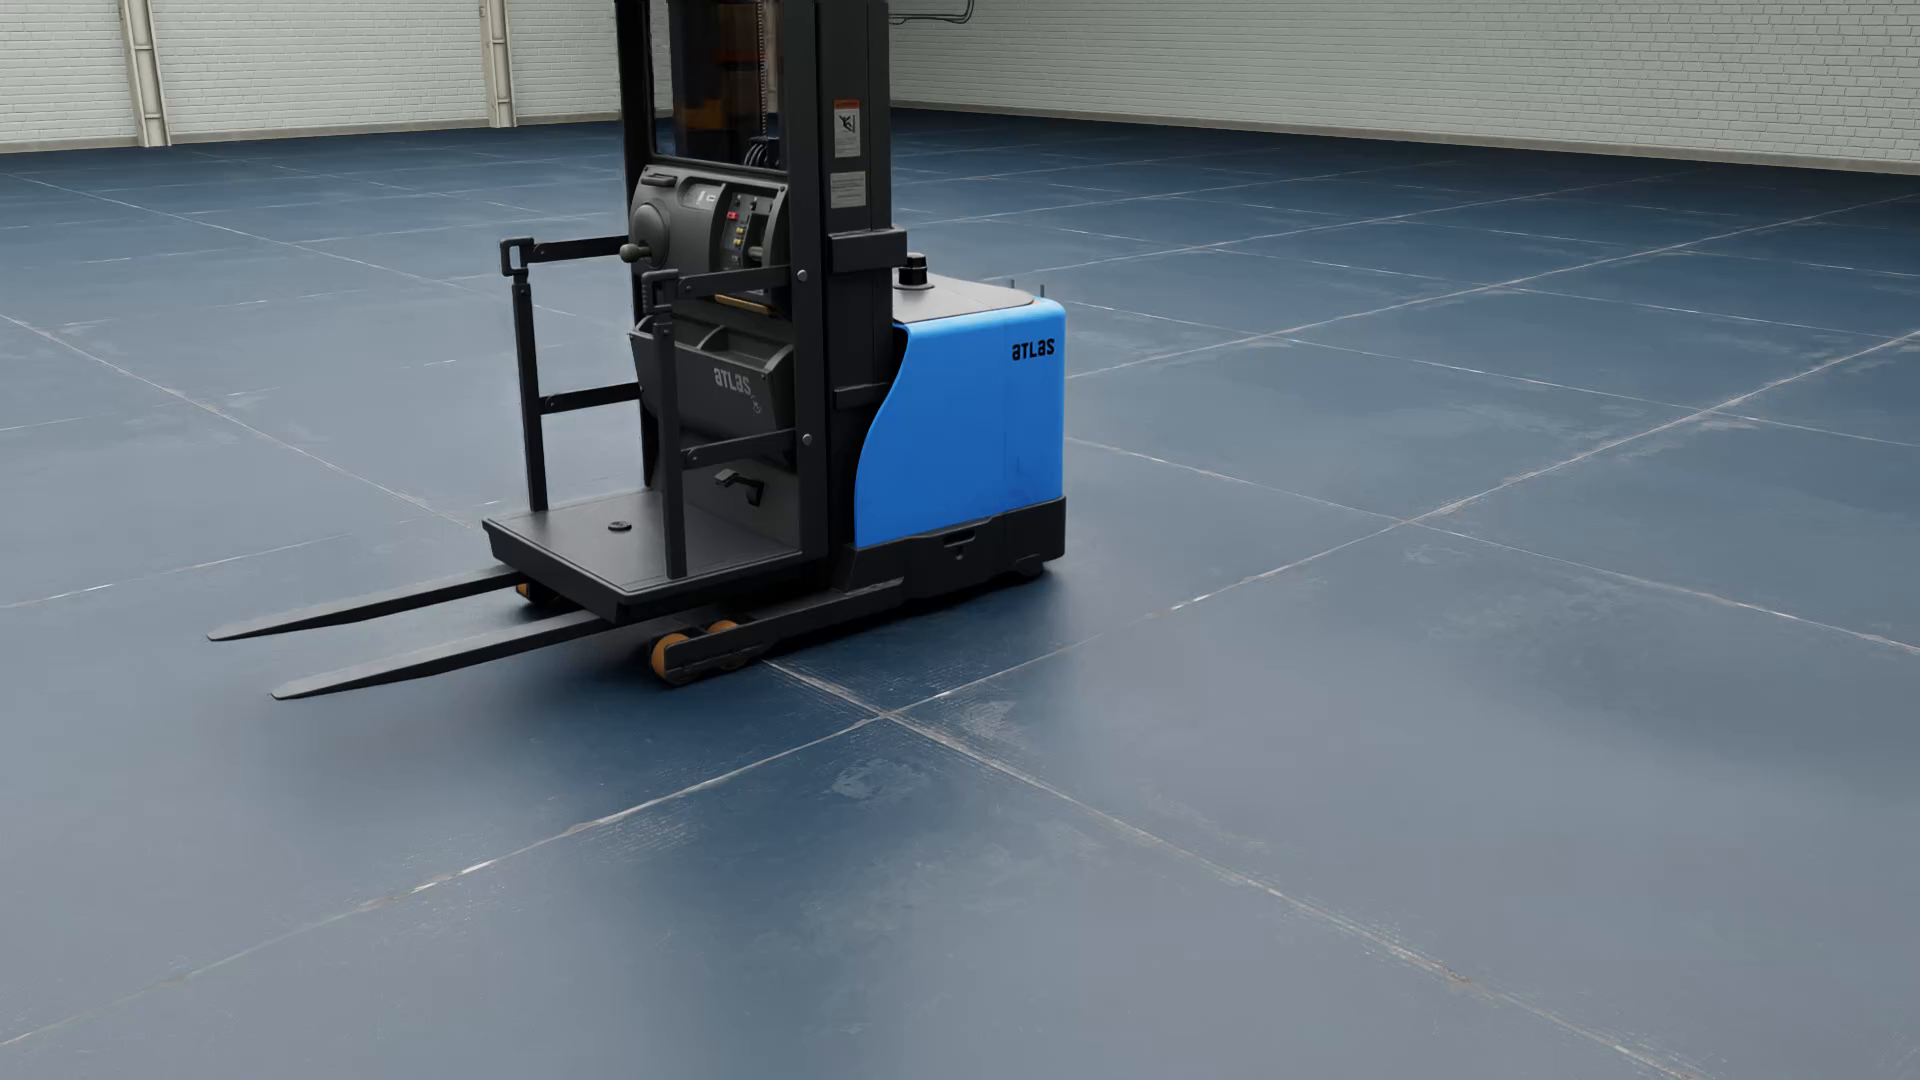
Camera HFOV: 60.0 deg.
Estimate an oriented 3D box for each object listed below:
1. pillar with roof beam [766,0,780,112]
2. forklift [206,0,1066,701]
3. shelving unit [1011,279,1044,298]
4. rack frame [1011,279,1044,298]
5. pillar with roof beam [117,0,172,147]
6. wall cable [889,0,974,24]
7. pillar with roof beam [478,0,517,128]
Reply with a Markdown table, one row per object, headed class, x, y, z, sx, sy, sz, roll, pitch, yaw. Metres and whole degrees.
| class | x | y | z | sx | sy | sz | roll | pitch | yaw |
| --- | --- | --- | --- | --- | --- | --- | --- | --- | --- |
| pillar with roof beam | -0.907 | -12.022 | 29.474 | 0.400 | 9.000 | 9.100 | -16 | 24 | -41 |
| forklift | -1.039 | -1.098 | 5.619 | 3.031 | 2.935 | 1.130 | -14 | 23 | -38 |
| shelving unit | 0.185 | -0.544 | 6.960 | 0.252 | 1.050 | 0.215 | -14 | 23 | -38 |
| rack frame | 0.279 | -0.568 | 7.035 | 0.008 | 1.050 | 0.200 | -14 | 23 | -38 |
| pillar with roof beam | -9.626 | -9.480 | 21.632 | 0.400 | 9.000 | 9.100 | -16 | 24 | -41 |
| wall cable | -0.815 | -11.838 | 33.940 | 0.112 | 2.526 | 3.097 | -16 | 24 | -41 |
| pillar with roof beam | -5.266 | -10.751 | 25.553 | 0.400 | 9.000 | 9.100 | -16 | 24 | -41 |
